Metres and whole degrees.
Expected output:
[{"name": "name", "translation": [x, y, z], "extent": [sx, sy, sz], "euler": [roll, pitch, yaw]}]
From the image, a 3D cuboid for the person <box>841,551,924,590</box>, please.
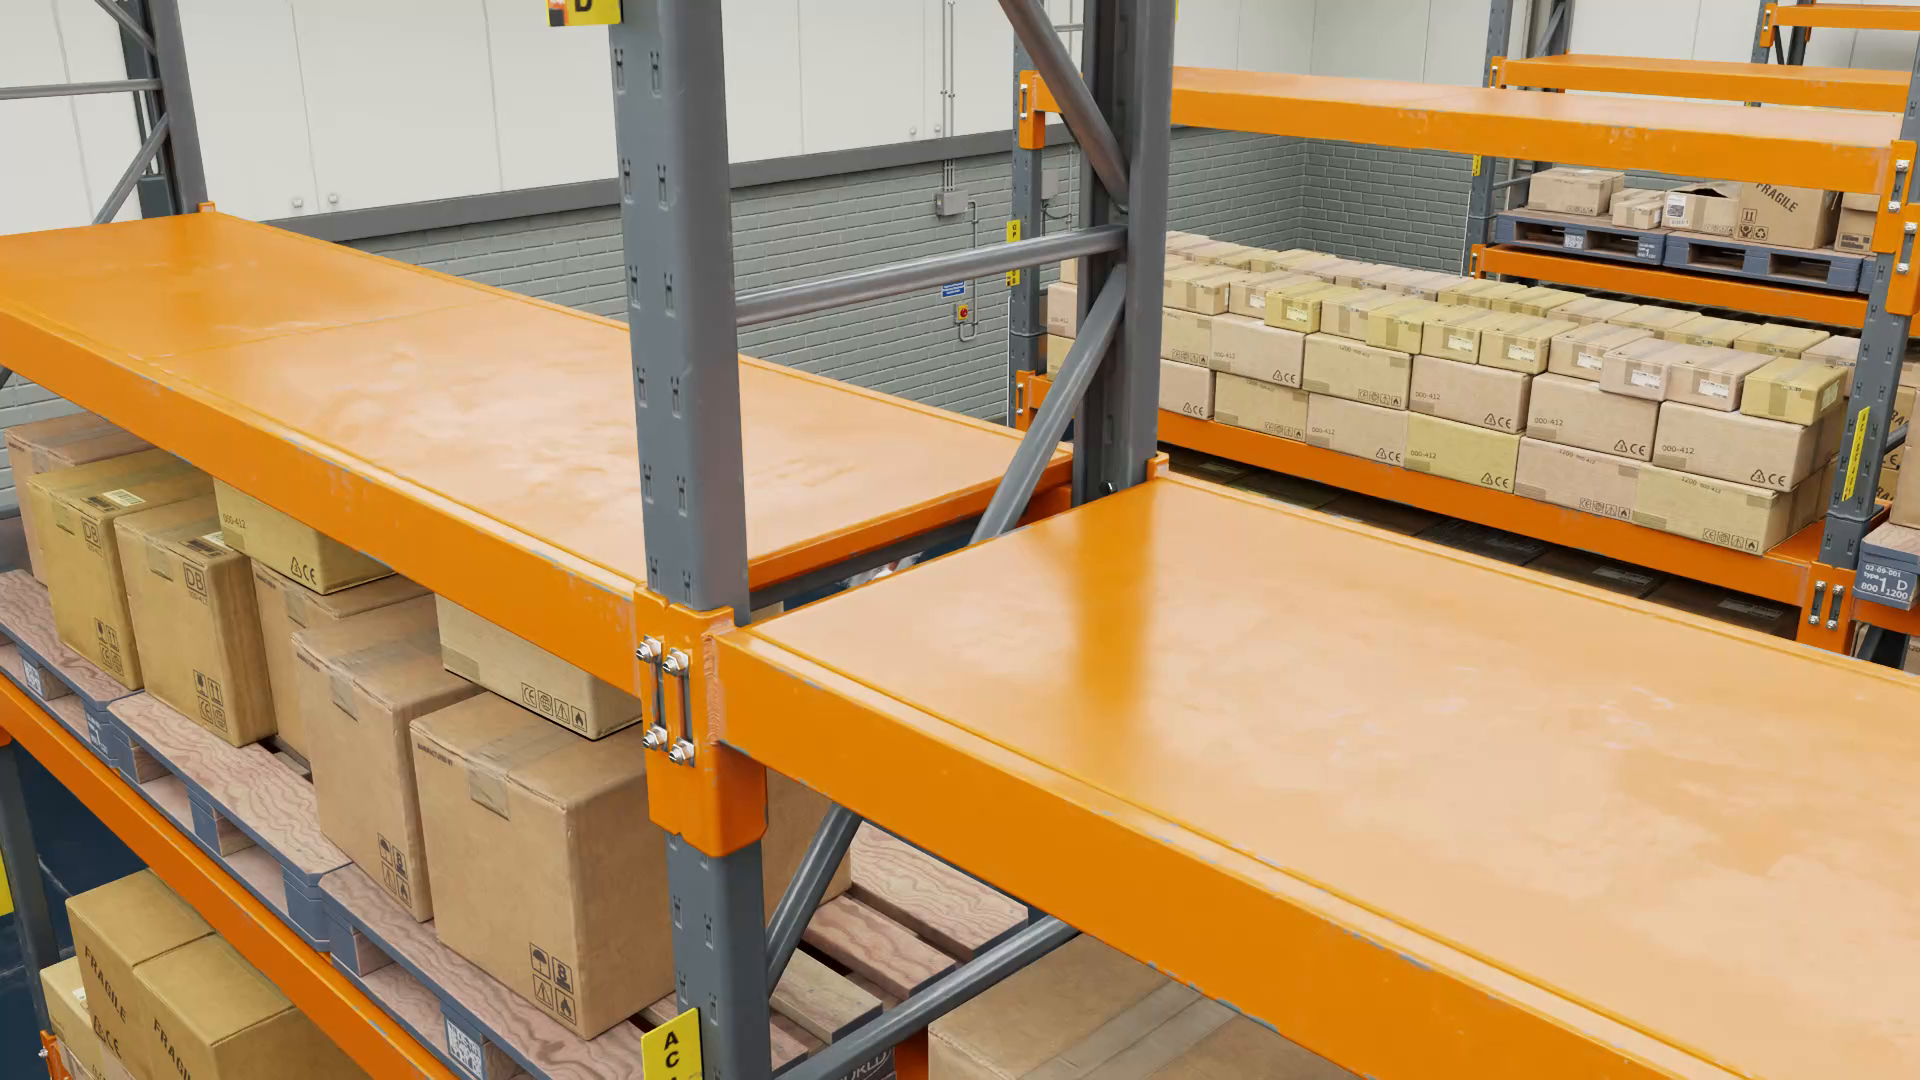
[{"name": "person", "translation": [-0.554, 0.135, 11.771], "extent": [0.606, 1.552, 0.674], "euler": [19, 28, 41]}]
